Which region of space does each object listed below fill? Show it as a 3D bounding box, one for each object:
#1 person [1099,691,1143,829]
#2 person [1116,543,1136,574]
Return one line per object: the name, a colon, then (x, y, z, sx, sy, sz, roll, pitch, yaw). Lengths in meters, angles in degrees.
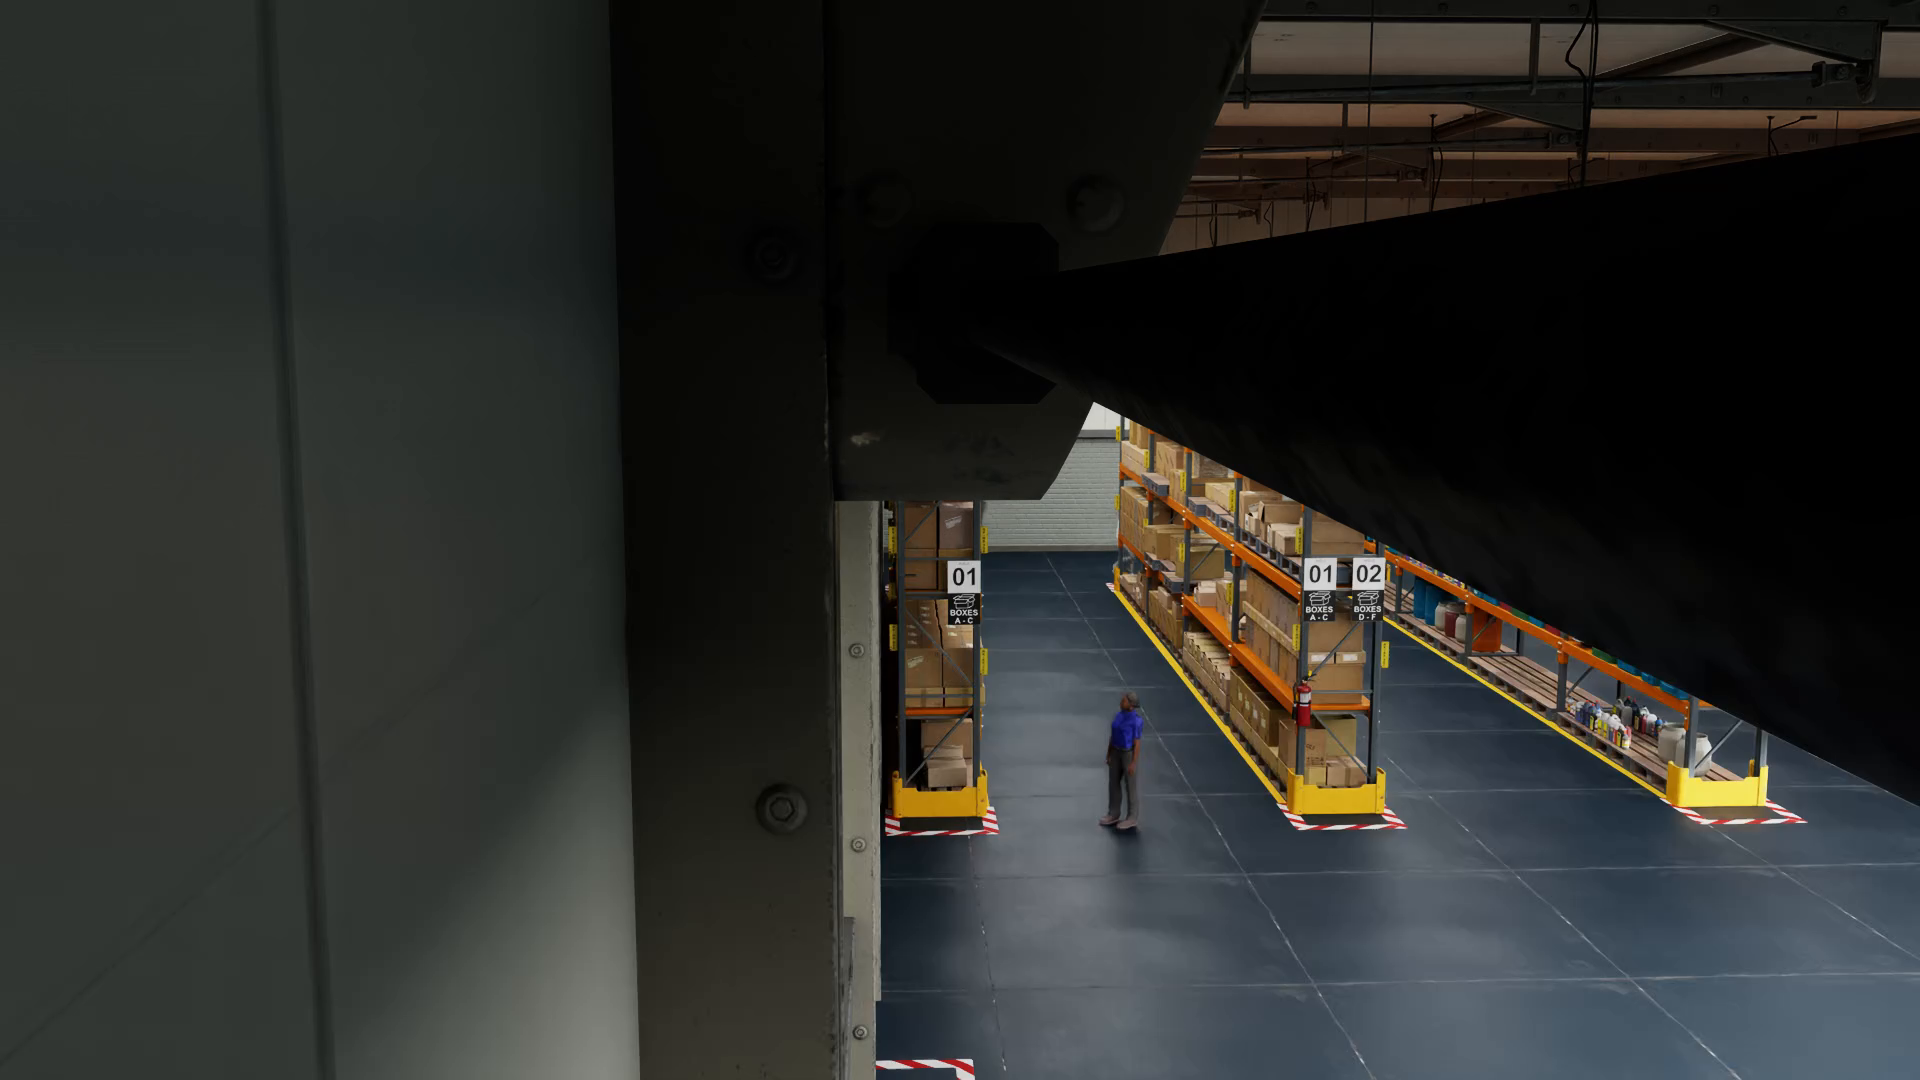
person: (1.941, 2.634, 20.032, 0.394, 1.652, 0.516, -7, 11, -42)
person: (3.850, 0.072, 37.965, 0.486, 1.592, 0.422, 5, 9, 30)
